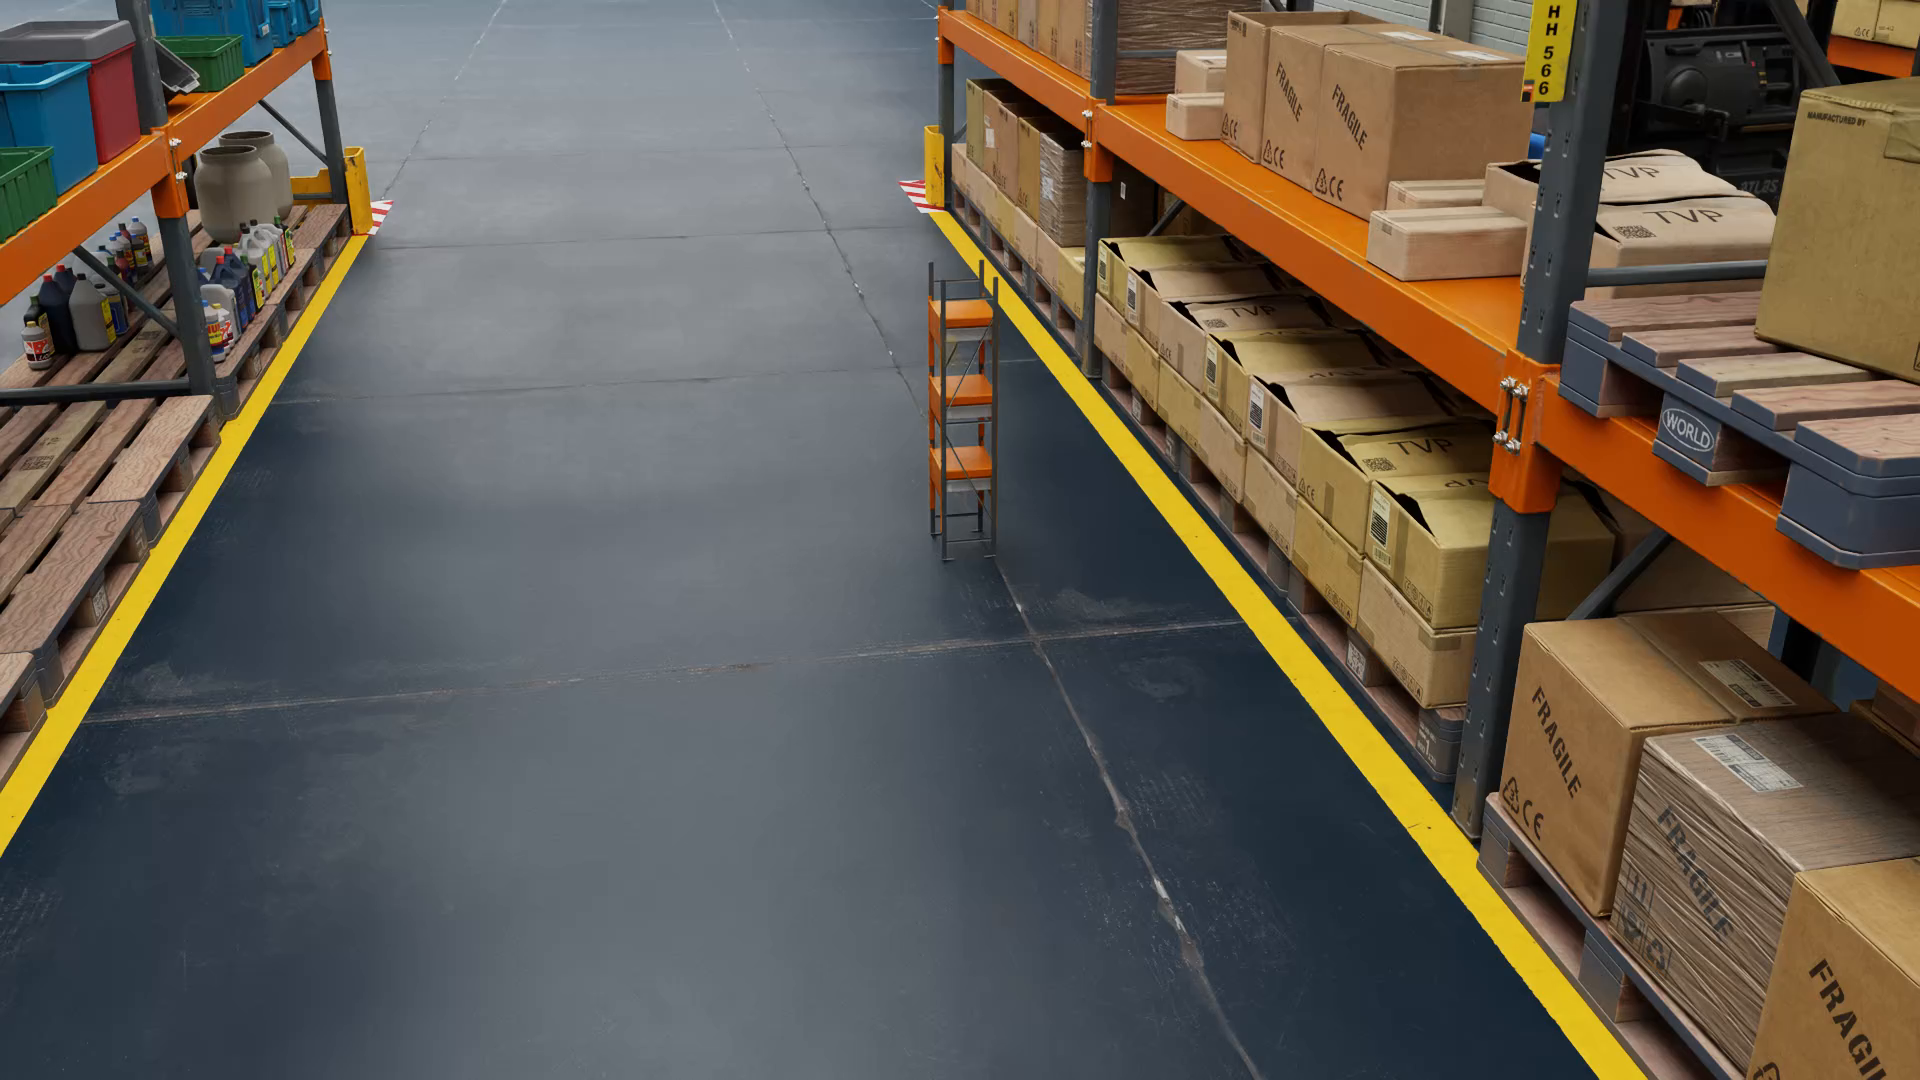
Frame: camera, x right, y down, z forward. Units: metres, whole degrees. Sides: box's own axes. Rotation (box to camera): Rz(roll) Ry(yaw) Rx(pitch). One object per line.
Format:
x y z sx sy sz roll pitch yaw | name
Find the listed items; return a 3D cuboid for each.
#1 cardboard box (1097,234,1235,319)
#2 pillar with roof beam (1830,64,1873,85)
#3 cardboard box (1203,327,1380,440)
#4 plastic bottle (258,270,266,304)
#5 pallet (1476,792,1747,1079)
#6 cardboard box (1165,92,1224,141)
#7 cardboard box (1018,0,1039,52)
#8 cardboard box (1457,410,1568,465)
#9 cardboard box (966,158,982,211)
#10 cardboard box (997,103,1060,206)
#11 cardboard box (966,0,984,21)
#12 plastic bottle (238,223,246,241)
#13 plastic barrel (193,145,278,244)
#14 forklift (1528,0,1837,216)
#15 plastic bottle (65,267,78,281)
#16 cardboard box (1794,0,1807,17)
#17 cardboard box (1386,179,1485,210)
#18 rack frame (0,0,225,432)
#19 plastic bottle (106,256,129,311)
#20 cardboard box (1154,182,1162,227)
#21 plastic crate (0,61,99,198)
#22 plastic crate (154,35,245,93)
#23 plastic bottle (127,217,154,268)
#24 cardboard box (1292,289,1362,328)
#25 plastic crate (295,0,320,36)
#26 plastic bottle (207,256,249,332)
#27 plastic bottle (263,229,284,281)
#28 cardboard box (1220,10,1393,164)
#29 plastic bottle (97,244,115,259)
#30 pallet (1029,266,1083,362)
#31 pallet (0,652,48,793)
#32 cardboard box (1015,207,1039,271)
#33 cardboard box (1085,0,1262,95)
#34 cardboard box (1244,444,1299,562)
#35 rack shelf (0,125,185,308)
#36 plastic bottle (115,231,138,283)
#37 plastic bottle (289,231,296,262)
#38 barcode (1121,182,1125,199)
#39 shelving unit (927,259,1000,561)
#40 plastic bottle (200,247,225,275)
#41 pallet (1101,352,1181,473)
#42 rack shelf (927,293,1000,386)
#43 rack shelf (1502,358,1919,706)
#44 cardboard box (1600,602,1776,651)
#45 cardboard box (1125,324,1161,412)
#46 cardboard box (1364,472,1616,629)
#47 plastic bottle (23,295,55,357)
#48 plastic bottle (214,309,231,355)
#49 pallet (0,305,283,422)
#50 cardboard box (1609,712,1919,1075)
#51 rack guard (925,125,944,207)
0.926 -1.214 7.492 0.500 0.311 0.500 -4 24 -10 | cardboard box
1.971 -6.366 9.583 9.100 9.000 0.400 -4 24 -10 | pillar with roof beam
1.212 -0.609 6.108 0.500 0.311 0.500 -4 24 -8 | cardboard box
-3.580 -1.295 8.415 0.097 0.201 0.097 0 24 0 | plastic bottle
1.935 0.942 3.829 1.003 0.211 1.213 -4 24 -10 | pallet
1.057 -1.727 6.770 0.380 0.149 0.250 -4 24 -10 | cardboard box
0.718 -3.031 9.318 0.700 0.500 0.500 -4 24 -8 | cardboard box
1.921 -0.255 5.297 0.500 0.311 0.500 -5 24 -11 | cardboard box
0.331 -2.288 10.651 0.500 0.250 0.500 -4 24 -10 | cardboard box
0.510 -2.237 9.599 0.500 0.500 0.500 -4 24 -10 | cardboard box
0.429 -3.640 10.712 0.700 0.500 0.500 -4 24 -10 | cardboard box
-3.828 -1.571 8.944 0.061 0.283 0.133 -4 24 -10 | plastic bottle
-4.224 -2.016 9.701 0.421 0.512 0.421 0 24 0 | plastic barrel
3.548 -2.062 7.309 1.130 2.935 3.031 -8 25 -19 | forklift
-4.283 -1.166 8.016 0.061 0.283 0.133 -3 24 -6 | plastic bottle
5.290 -3.269 10.150 0.500 0.250 0.500 -4 24 -9 | cardboard box
1.543 -1.015 5.139 0.380 0.149 0.250 -3 24 -6 | cardboard box
-3.774 -1.840 6.716 1.000 3.000 0.127 -4 24 -10 | rack frame
-4.176 -1.249 8.207 0.061 0.283 0.133 -4 24 -10 | plastic bottle
1.216 -1.883 8.788 0.500 0.500 0.500 -4 24 -10 | cardboard box
-3.264 -1.422 5.779 0.392 0.384 0.575 -4 24 -10 | plastic crate
-3.748 -2.298 8.029 0.450 0.188 0.662 -4 24 -10 | plastic crate
-4.485 -1.629 9.091 0.097 0.271 0.097 0 24 0 | plastic bottle
1.643 -0.856 6.673 0.500 0.311 0.500 -4 24 -10 | cardboard box
-4.127 -3.171 9.948 0.499 0.251 0.616 -4 24 -10 | plastic crate
-3.516 -1.176 7.956 0.144 0.351 0.185 -4 24 -8 | plastic bottle
-3.698 -1.522 8.839 0.152 0.276 0.135 -5 24 -11 | plastic bottle
1.318 -1.741 6.363 0.500 0.500 0.500 -3 24 -6 | cardboard box
-4.365 -1.375 8.510 0.097 0.271 0.097 0 24 0 | plastic bottle
0.989 -1.244 8.834 1.003 0.211 1.213 -4 24 -10 | pallet
-3.140 0.703 4.376 1.003 0.211 1.213 -4 24 -10 | pallet
0.604 -1.697 9.299 0.500 0.250 0.500 -4 24 -10 | cardboard box
1.006 -2.425 7.931 0.700 0.500 0.500 -5 24 -11 | cardboard box
1.308 -0.154 5.766 0.500 0.250 0.500 -4 24 -9 | cardboard box
-3.404 -0.724 5.059 1.077 0.370 4.000 -4 24 -10 | rack shelf
-4.421 -1.494 8.782 0.097 0.271 0.097 0 24 0 | plastic bottle
-3.743 -1.643 9.211 0.097 0.201 0.097 0 24 0 | plastic bottle
0.733 -1.570 7.472 0.001 0.075 0.075 -4 24 -10 | barcode
0.010 -0.460 5.992 0.215 1.050 0.252 -4 24 -10 | shelving unit
-3.770 -1.363 8.476 0.152 0.276 0.135 -4 24 -10 | plastic bottle
1.269 -0.641 7.453 1.003 0.211 1.213 -4 24 -10 | pallet
0.010 -0.710 5.882 0.215 0.259 0.240 -4 24 -10 | rack shelf
2.204 0.484 2.293 1.077 0.370 4.000 -4 24 -10 | rack shelf
2.026 0.208 4.938 0.500 0.250 0.500 -4 24 -10 | cardboard box
1.019 -0.760 7.153 0.500 0.250 0.500 -4 24 -8 | cardboard box
1.495 -0.009 4.734 0.500 0.311 0.500 -4 24 -8 | cardboard box
-4.187 -0.962 7.549 0.061 0.283 0.133 -3 24 -7 | plastic bottle
-3.421 -0.957 7.641 0.097 0.201 0.097 0 24 0 | plastic bottle
-3.857 -0.830 7.886 1.003 0.211 1.213 -4 24 -10 | pallet
1.740 0.717 3.433 0.500 0.500 0.500 -5 24 -12 | cardboard box
0.350 -2.643 11.677 1.175 0.500 0.348 -4 24 -10 | rack guard
